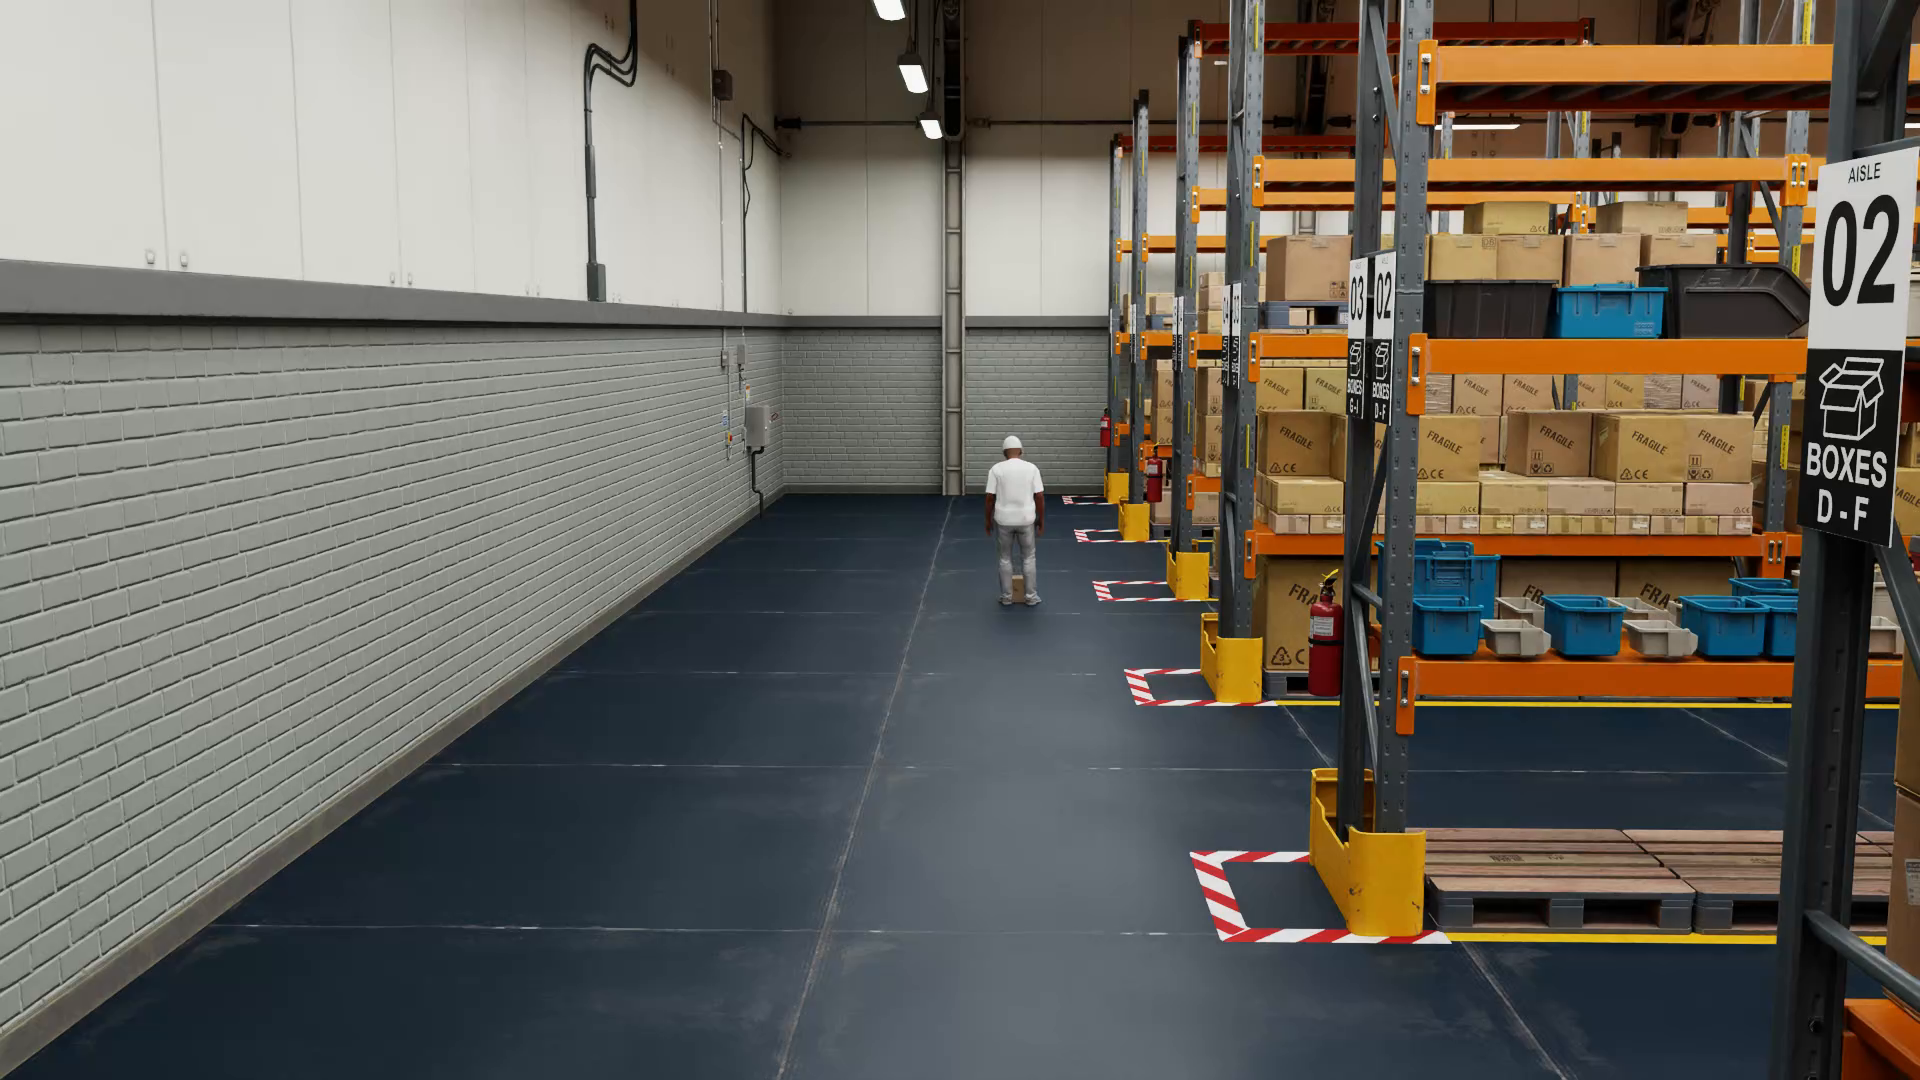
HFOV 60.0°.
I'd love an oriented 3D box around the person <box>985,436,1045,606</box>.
[{"bbox_3d":[0.568,-0.202,17.306,0.627,1.759,0.462,0,7,-2],"label":"person"}]
